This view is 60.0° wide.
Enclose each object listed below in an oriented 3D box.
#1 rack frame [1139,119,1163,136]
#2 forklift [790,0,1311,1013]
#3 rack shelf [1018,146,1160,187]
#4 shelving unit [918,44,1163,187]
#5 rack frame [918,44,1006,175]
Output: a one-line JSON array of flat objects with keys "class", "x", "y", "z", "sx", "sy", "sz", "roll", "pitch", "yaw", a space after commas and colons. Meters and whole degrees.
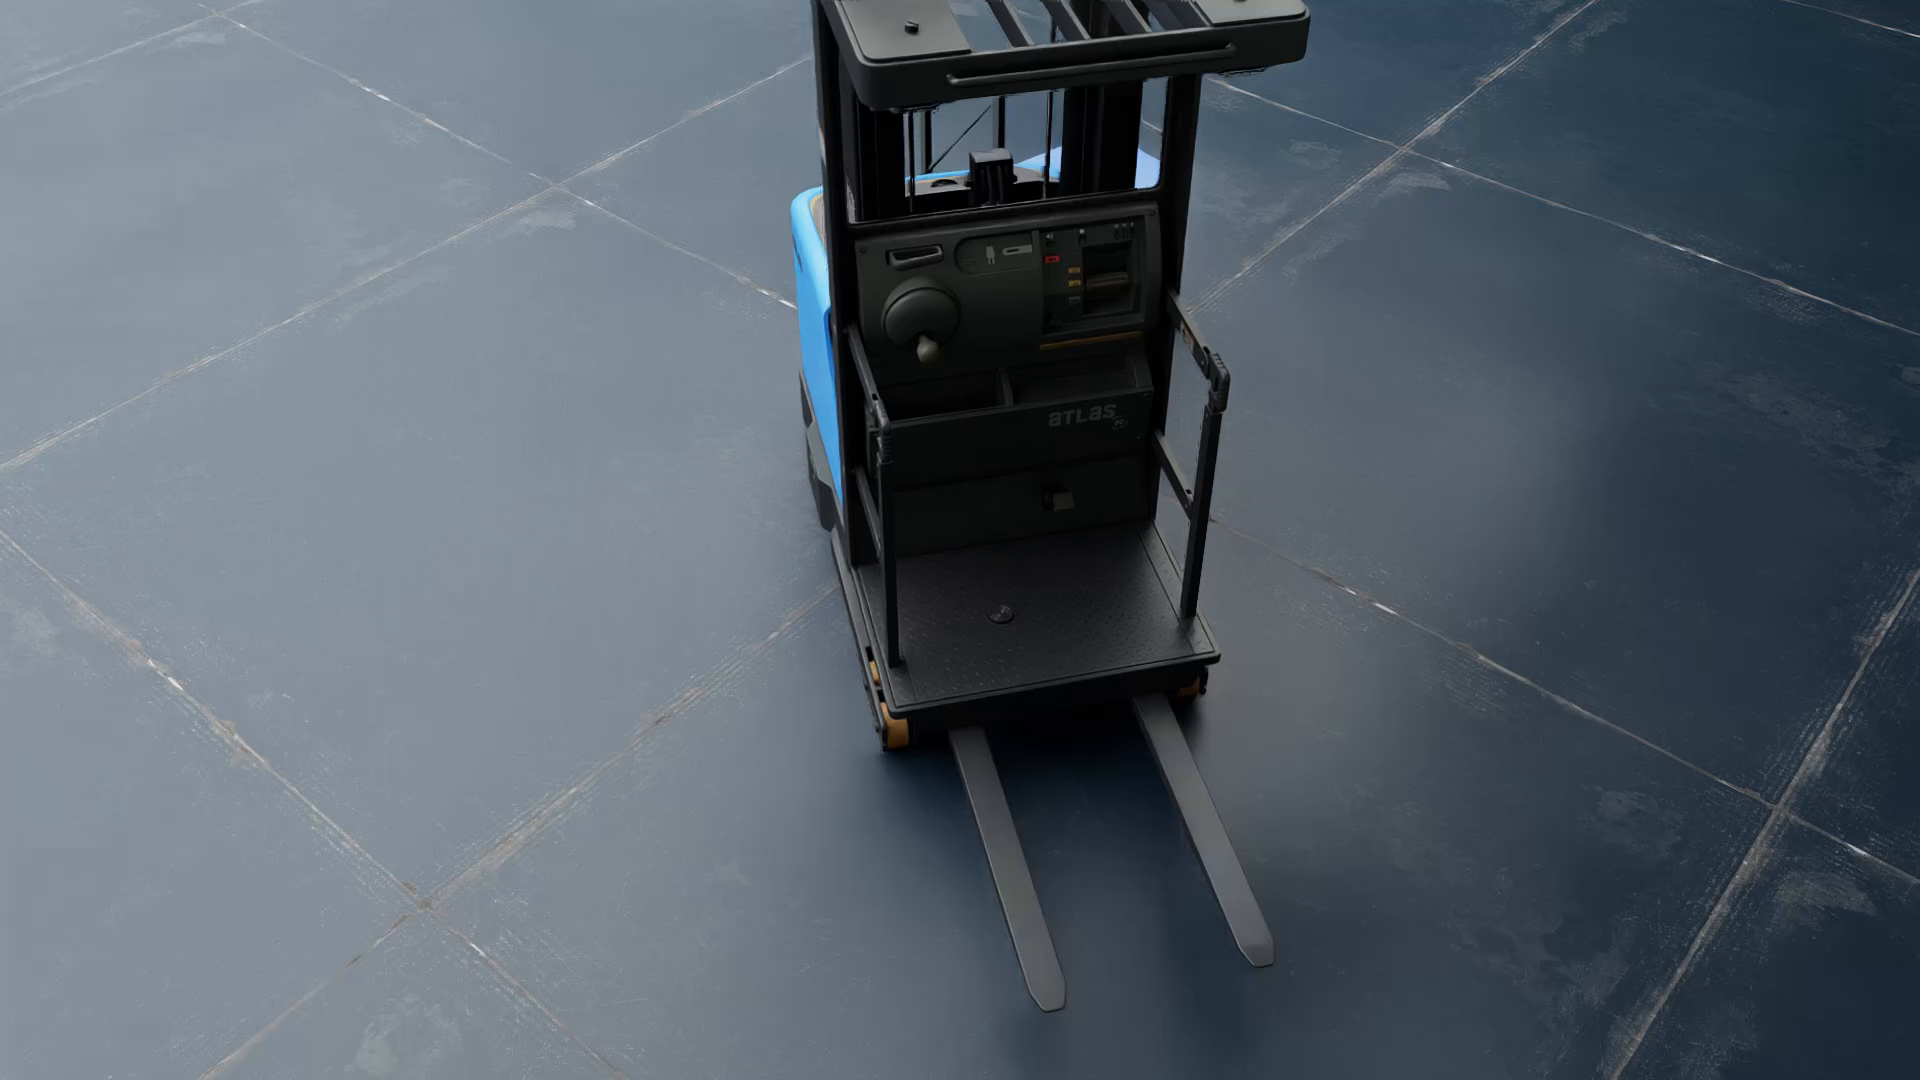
[{"class": "rack frame", "x": 0.806, "y": -1.751, "z": 7.061, "sx": 0.032, "sy": 1.500, "sz": 0.500, "roll": -27, "pitch": 49, "yaw": -27}, {"class": "forklift", "x": 0.204, "y": -0.681, "z": 4.820, "sx": 1.130, "sy": 2.935, "sz": 3.031, "roll": -9, "pitch": 43, "yaw": -10}, {"class": "rack shelf", "x": 0.403, "y": -1.409, "z": 6.953, "sx": 1.000, "sy": 0.185, "sz": 0.538, "roll": -27, "pitch": 49, "yaw": -27}, {"class": "shelving unit", "x": 0.403, "y": -1.542, "z": 6.832, "sx": 1.048, "sy": 1.500, "sz": 0.538, "roll": -27, "pitch": 49, "yaw": -27}, {"class": "rack frame", "x": 0.001, "y": -1.334, "z": 6.602, "sx": 0.032, "sy": 1.500, "sz": 0.500, "roll": -27, "pitch": 49, "yaw": -27}]
